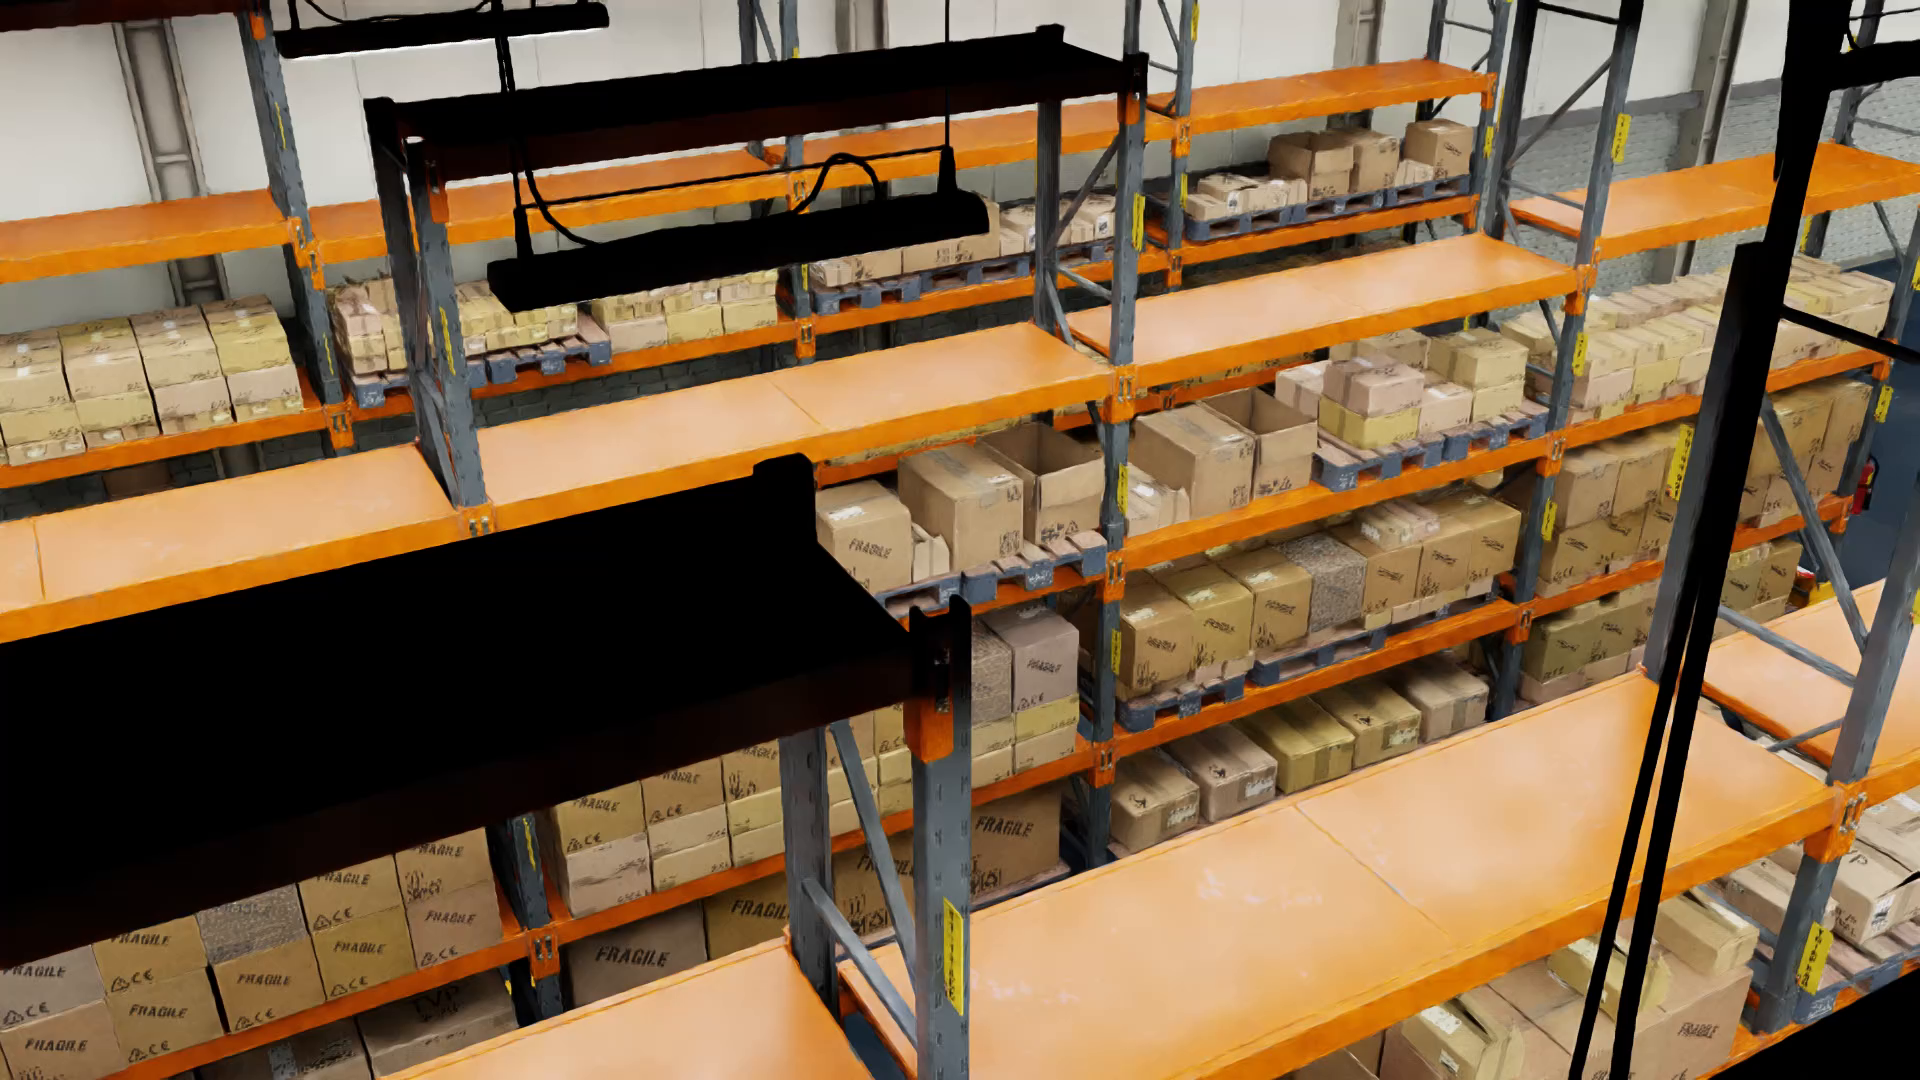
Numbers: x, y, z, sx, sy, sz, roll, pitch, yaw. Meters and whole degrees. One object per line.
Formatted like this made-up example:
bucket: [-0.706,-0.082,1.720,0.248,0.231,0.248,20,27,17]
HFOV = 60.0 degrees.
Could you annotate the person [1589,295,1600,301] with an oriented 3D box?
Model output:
person: [6.935,-1.921,18.788,0.574,1.726,0.677,-16,32,-27]
